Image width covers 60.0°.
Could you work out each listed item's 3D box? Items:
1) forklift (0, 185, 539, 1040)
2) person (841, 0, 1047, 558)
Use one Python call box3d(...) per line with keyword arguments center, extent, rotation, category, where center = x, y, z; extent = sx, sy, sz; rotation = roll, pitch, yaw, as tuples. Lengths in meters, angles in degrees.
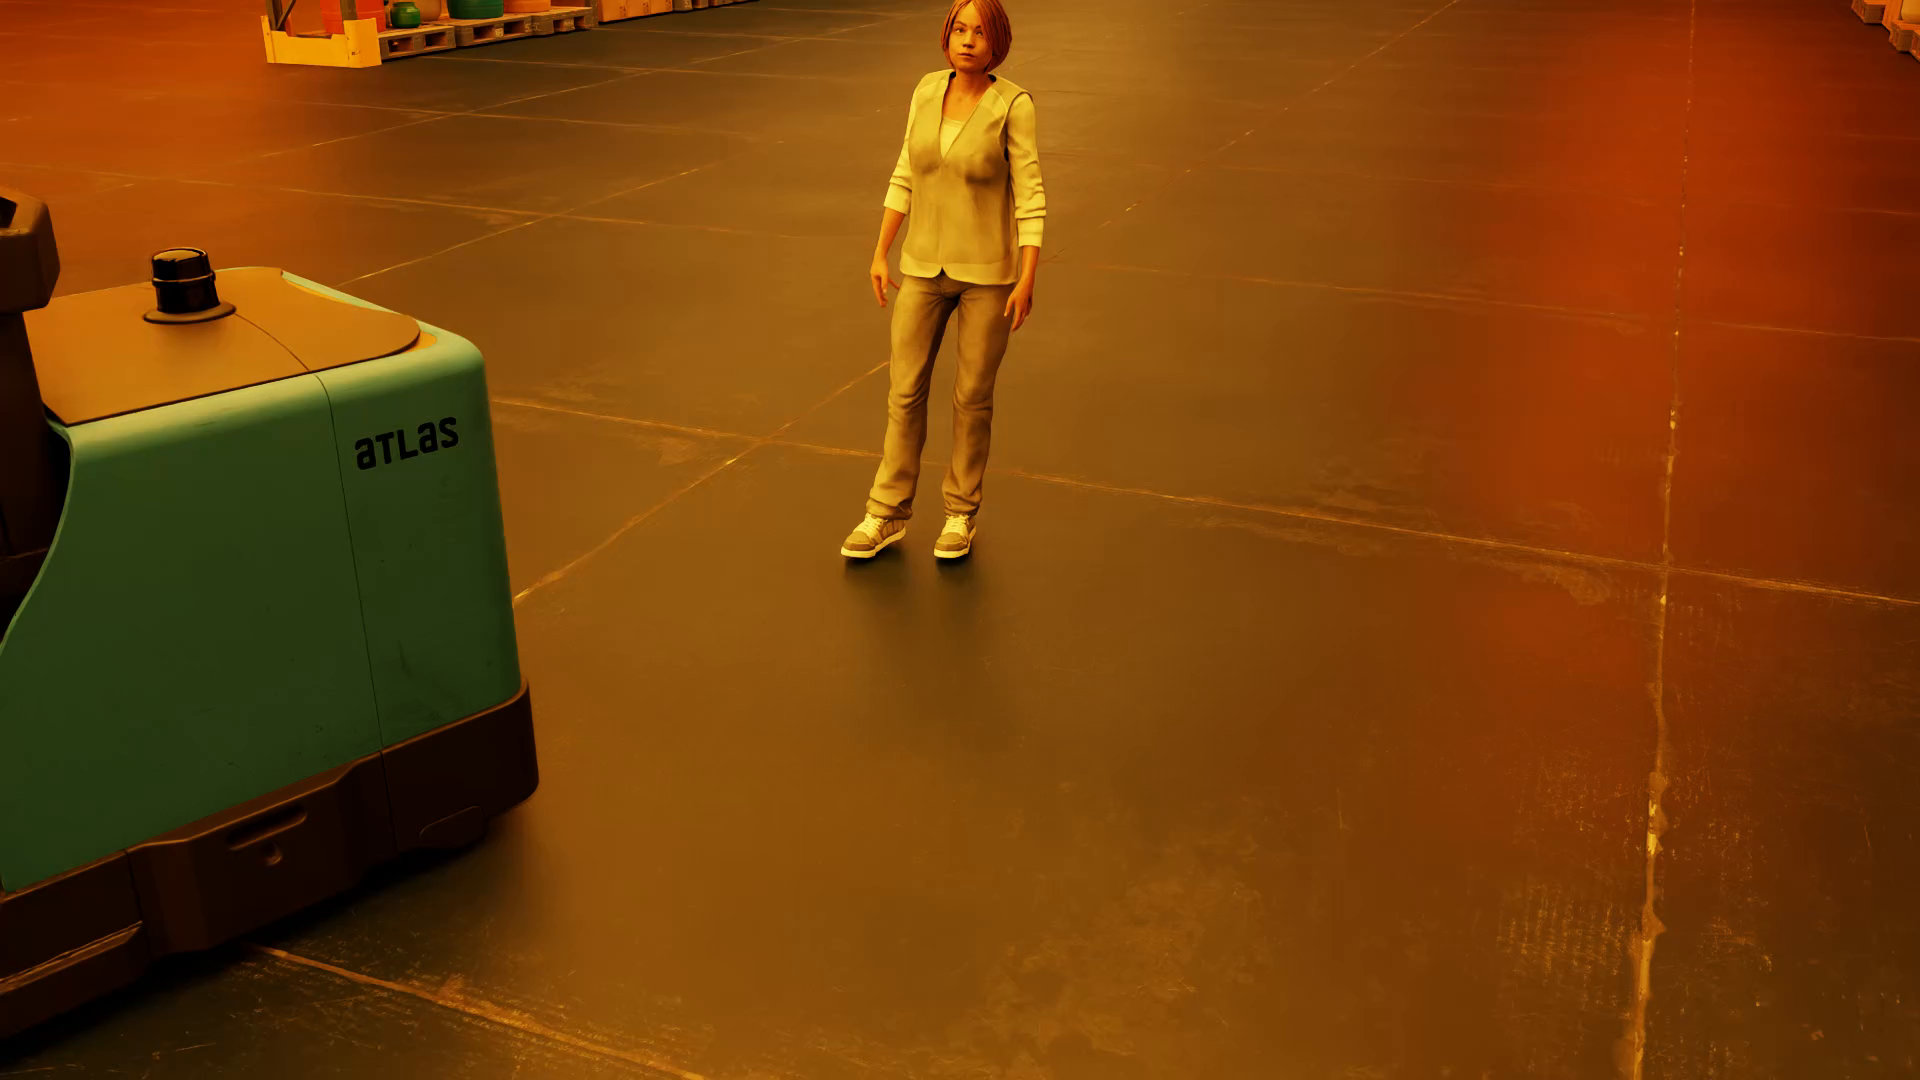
box3d(center=(-2.310, -0.474, 2.426), extent=(1.130, 2.935, 3.031), rotation=(21, 30, 40), category="forklift")
box3d(center=(-0.041, -0.719, 4.723), extent=(0.521, 1.599, 0.473), rotation=(9, 24, 21), category="person")
